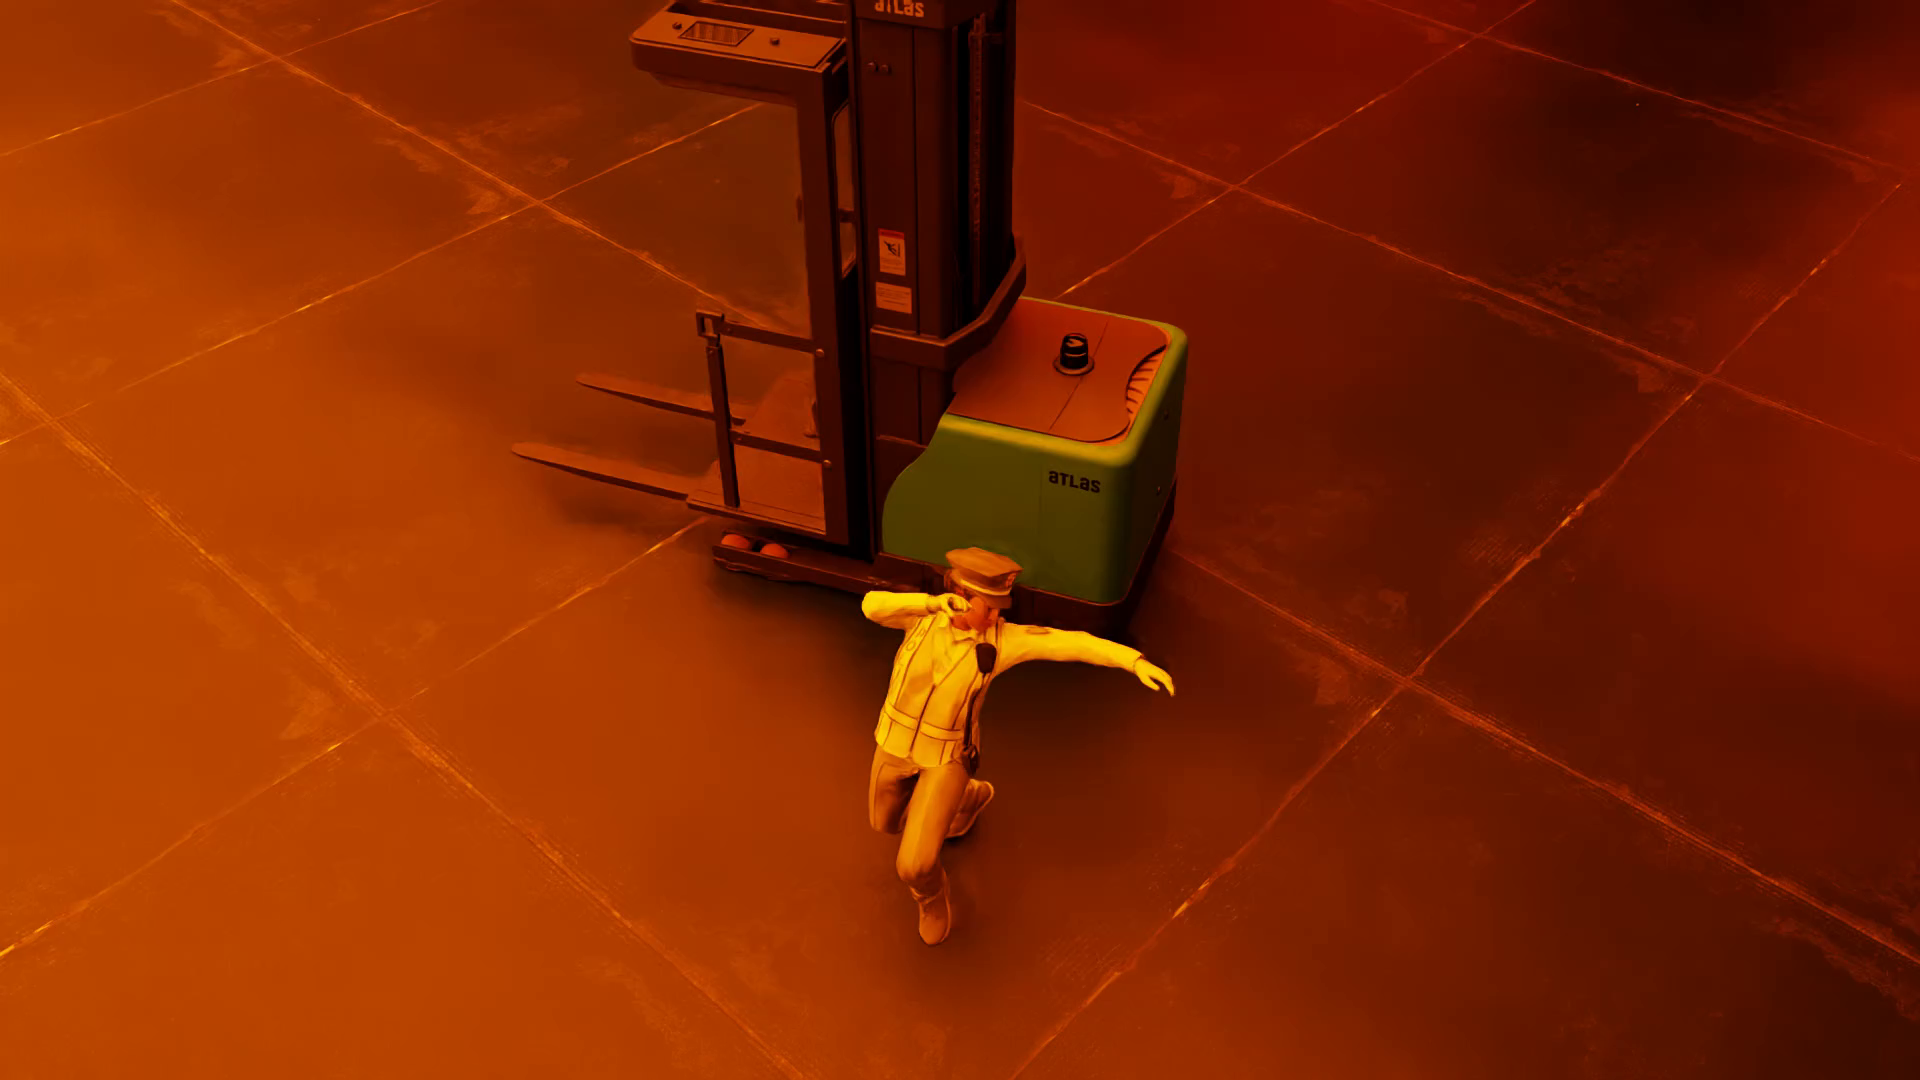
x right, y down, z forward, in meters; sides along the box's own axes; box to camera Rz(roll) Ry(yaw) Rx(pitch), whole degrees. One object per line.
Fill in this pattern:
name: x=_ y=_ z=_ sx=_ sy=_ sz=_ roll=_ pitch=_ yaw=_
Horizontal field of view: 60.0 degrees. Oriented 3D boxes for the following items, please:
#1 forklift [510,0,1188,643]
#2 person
forklift: x=-0.585 y=-1.239 z=6.872 sx=3.031 sy=2.935 sz=1.130 roll=13 pitch=42 yaw=15
person: x=0.124 y=0.785 z=5.657 sx=1.002 sy=1.494 sz=0.812 roll=19 pitch=44 yaw=21
